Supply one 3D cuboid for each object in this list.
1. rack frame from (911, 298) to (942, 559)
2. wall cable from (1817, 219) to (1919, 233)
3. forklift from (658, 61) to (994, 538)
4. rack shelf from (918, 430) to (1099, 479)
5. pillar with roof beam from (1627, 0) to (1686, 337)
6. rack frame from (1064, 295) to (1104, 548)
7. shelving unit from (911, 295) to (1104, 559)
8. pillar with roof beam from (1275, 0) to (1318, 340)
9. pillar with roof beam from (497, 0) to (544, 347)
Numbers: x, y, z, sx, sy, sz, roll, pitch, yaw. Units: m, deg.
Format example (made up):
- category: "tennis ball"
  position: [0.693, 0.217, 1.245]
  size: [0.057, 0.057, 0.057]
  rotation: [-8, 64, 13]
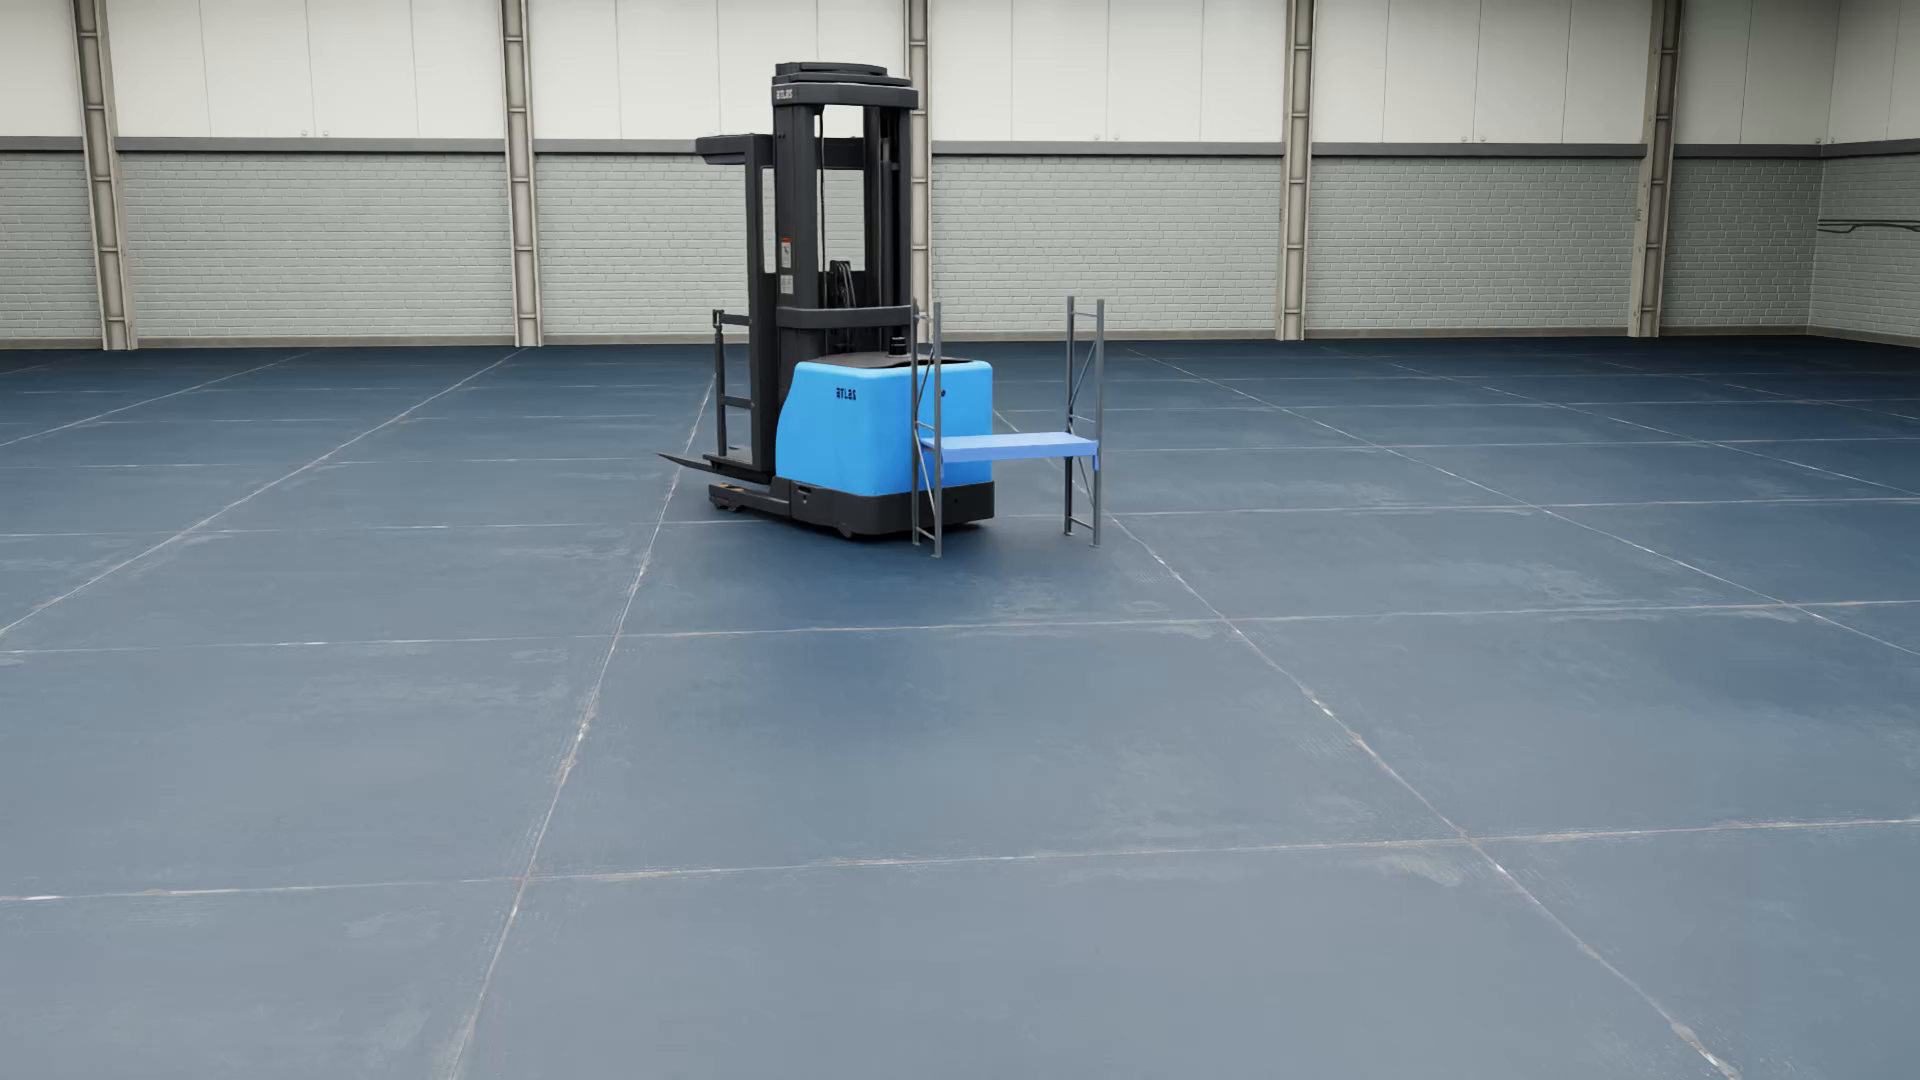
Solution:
- category: "rack frame"
  position: [-0.203, -0.671, 9.894]
  size: [0.032, 1.500, 0.500]
  rotation: [-4, 12, -18]
- category: "wall cable"
  position: [14.352, -6.064, 25.933]
  size: [0.112, 2.526, 3.097]
  rotation: [-1, 11, -6]
- category: "forklift"
  position: [-1.082, -1.682, 11.326]
  size: [1.130, 2.935, 3.031]
  rotation: [-9, 14, -37]
- category: "rack shelf"
  position: [0.279, -0.526, 10.089]
  size: [1.000, 0.185, 0.538]
  rotation: [-4, 12, -18]
- category: "pillar with roof beam"
  position: [11.745, -6.954, 22.412]
  size: [0.400, 9.000, 9.100]
  rotation: [-1, 11, -6]
- category: "rack frame"
  position: [0.760, -0.734, 10.215]
  size: [0.032, 1.500, 0.500]
  rotation: [-4, 12, -18]
- category: "shelving unit"
  position: [0.279, -0.703, 10.054]
  size: [1.048, 1.500, 0.538]
  rotation: [-4, 12, -18]
- category: "pillar with roof beam"
  position: [5.781, -6.829, 21.776]
  size: [0.400, 9.000, 9.100]
  rotation: [-1, 11, -6]
- category: "pillar with roof beam"
  position: [-6.149, -6.579, 20.505]
  size: [0.400, 9.000, 9.100]
  rotation: [-1, 11, -6]
